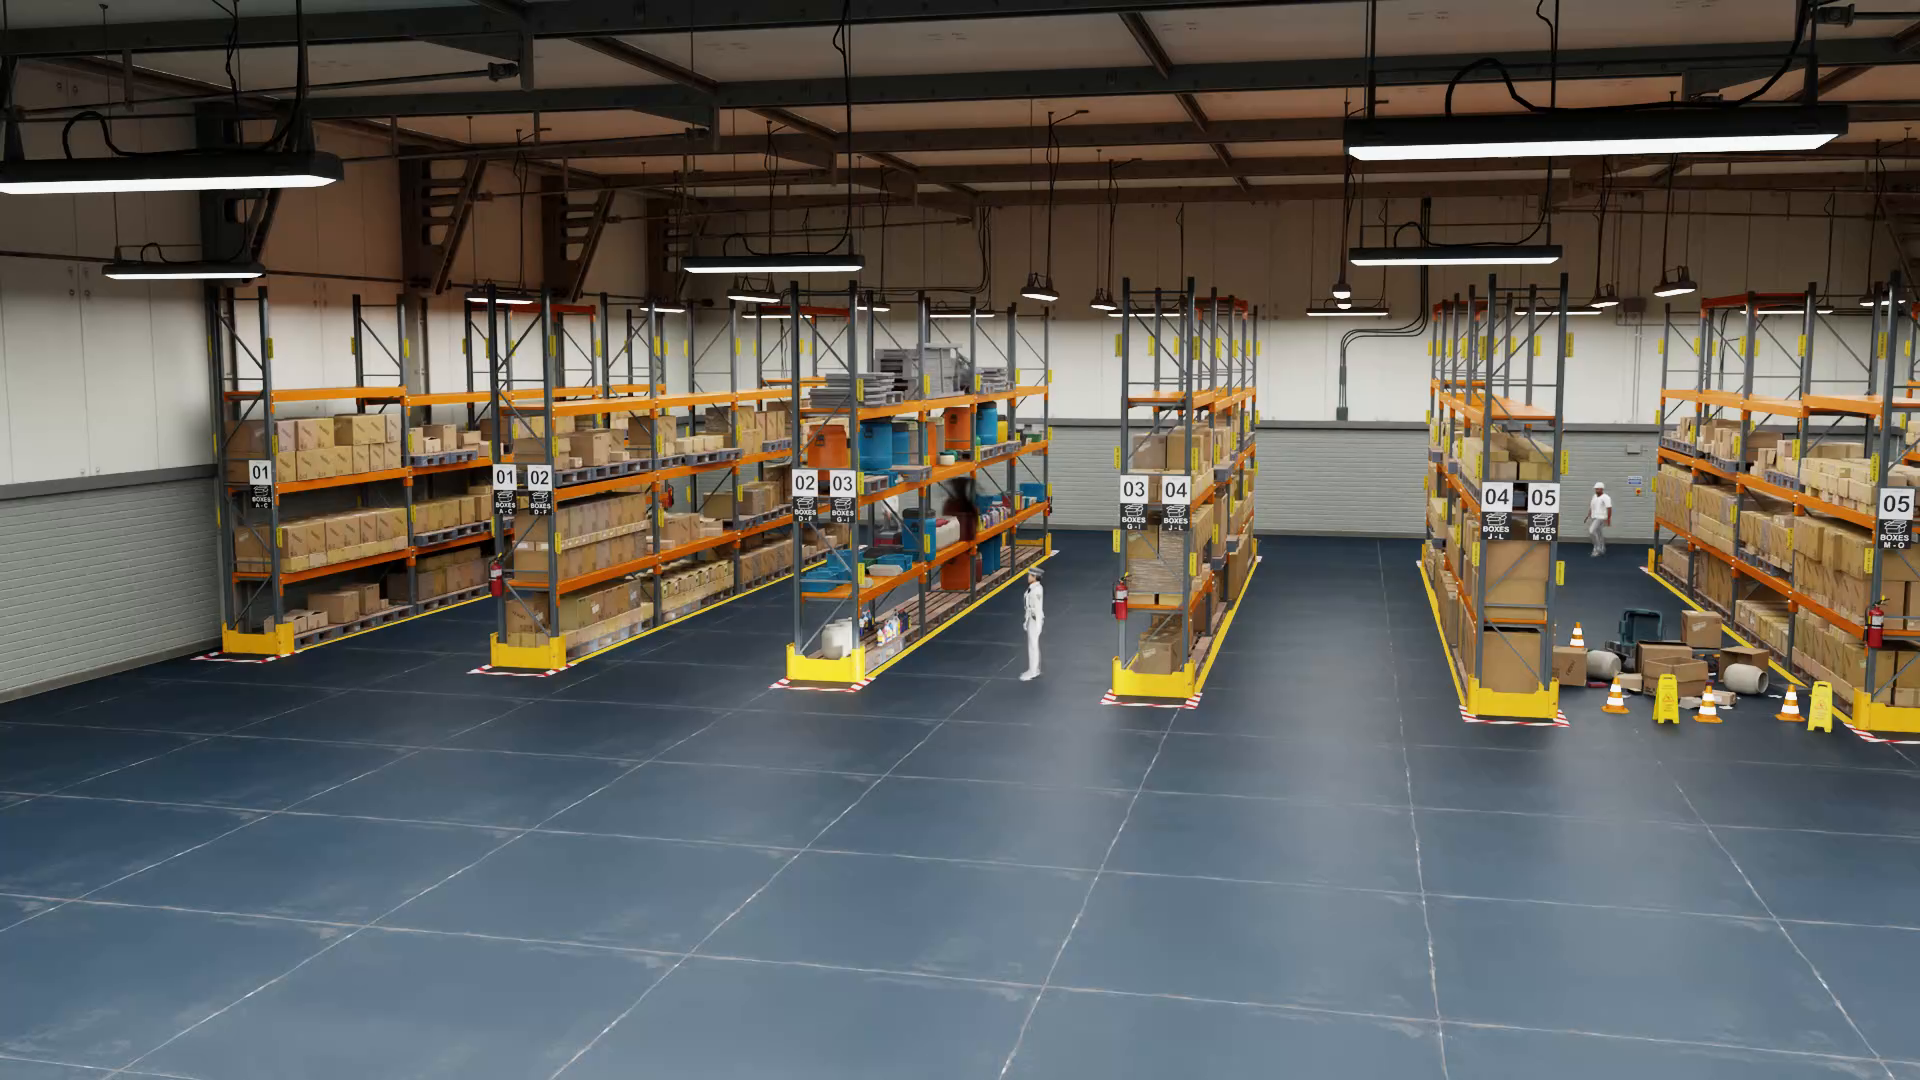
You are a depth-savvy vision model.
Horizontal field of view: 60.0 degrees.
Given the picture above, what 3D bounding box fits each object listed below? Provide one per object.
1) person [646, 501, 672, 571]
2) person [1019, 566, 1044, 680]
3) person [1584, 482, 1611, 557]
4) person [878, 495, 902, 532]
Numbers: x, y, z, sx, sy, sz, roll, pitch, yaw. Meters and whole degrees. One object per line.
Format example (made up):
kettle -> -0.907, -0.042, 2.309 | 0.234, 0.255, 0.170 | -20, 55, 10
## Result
person -> -6.681, -0.037, 36.739 | 0.604, 1.705, 0.833 | 2, 7, 18
person -> 1.086, 1.255, 25.410 | 0.416, 1.699, 0.587 | 0, 7, -4
person -> 15.437, -0.498, 40.268 | 0.537, 1.802, 0.559 | -1, 7, -7
person -> -1.763, -0.718, 42.381 | 0.966, 1.723, 0.640 | 5, 8, 35
